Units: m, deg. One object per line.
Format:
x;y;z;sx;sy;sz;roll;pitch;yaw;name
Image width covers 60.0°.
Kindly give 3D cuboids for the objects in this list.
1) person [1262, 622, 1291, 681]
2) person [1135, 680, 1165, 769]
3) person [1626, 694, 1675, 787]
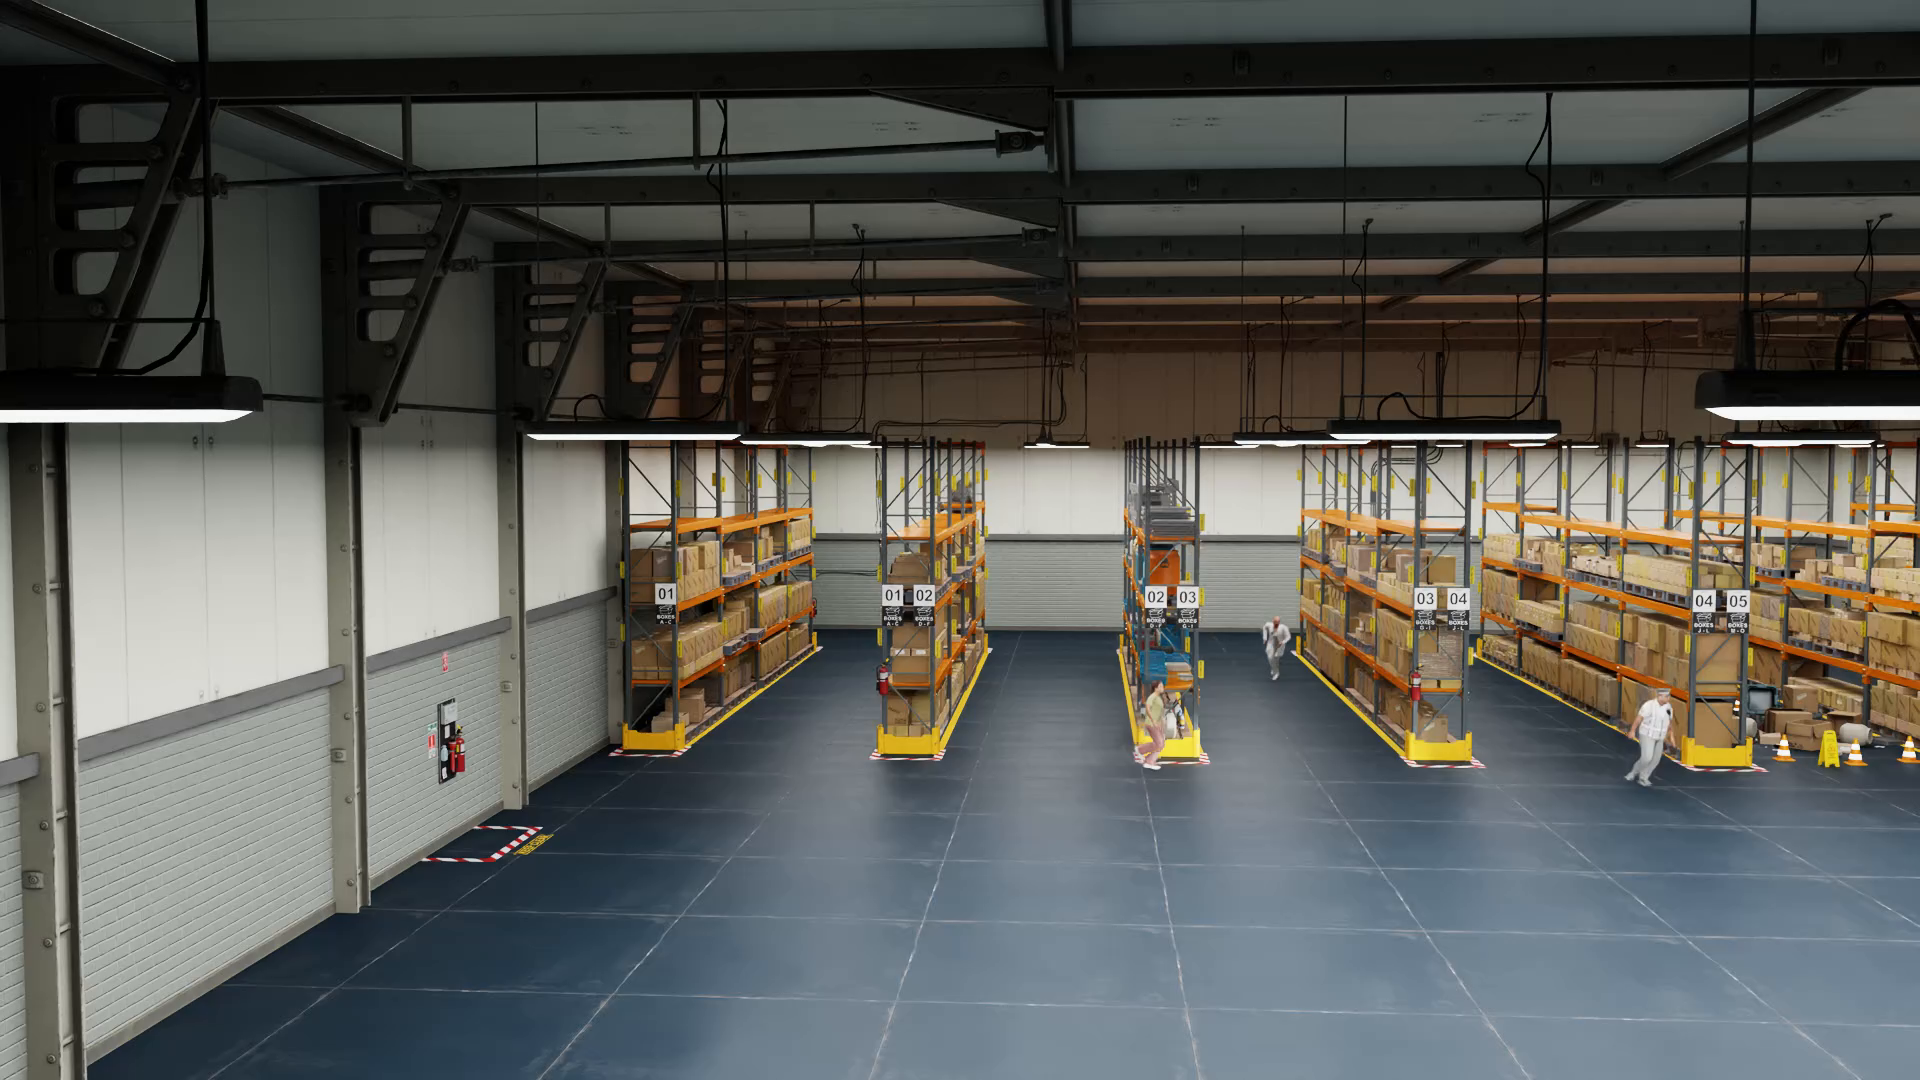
7.987;2.762;41.922;0.707;1.453;1.072;1;3;13;person
3.430;3.322;30.007;0.557;1.612;0.581;2;3;26;person
11.803;3.373;28.423;0.706;1.704;0.568;-1;3;-18;person
